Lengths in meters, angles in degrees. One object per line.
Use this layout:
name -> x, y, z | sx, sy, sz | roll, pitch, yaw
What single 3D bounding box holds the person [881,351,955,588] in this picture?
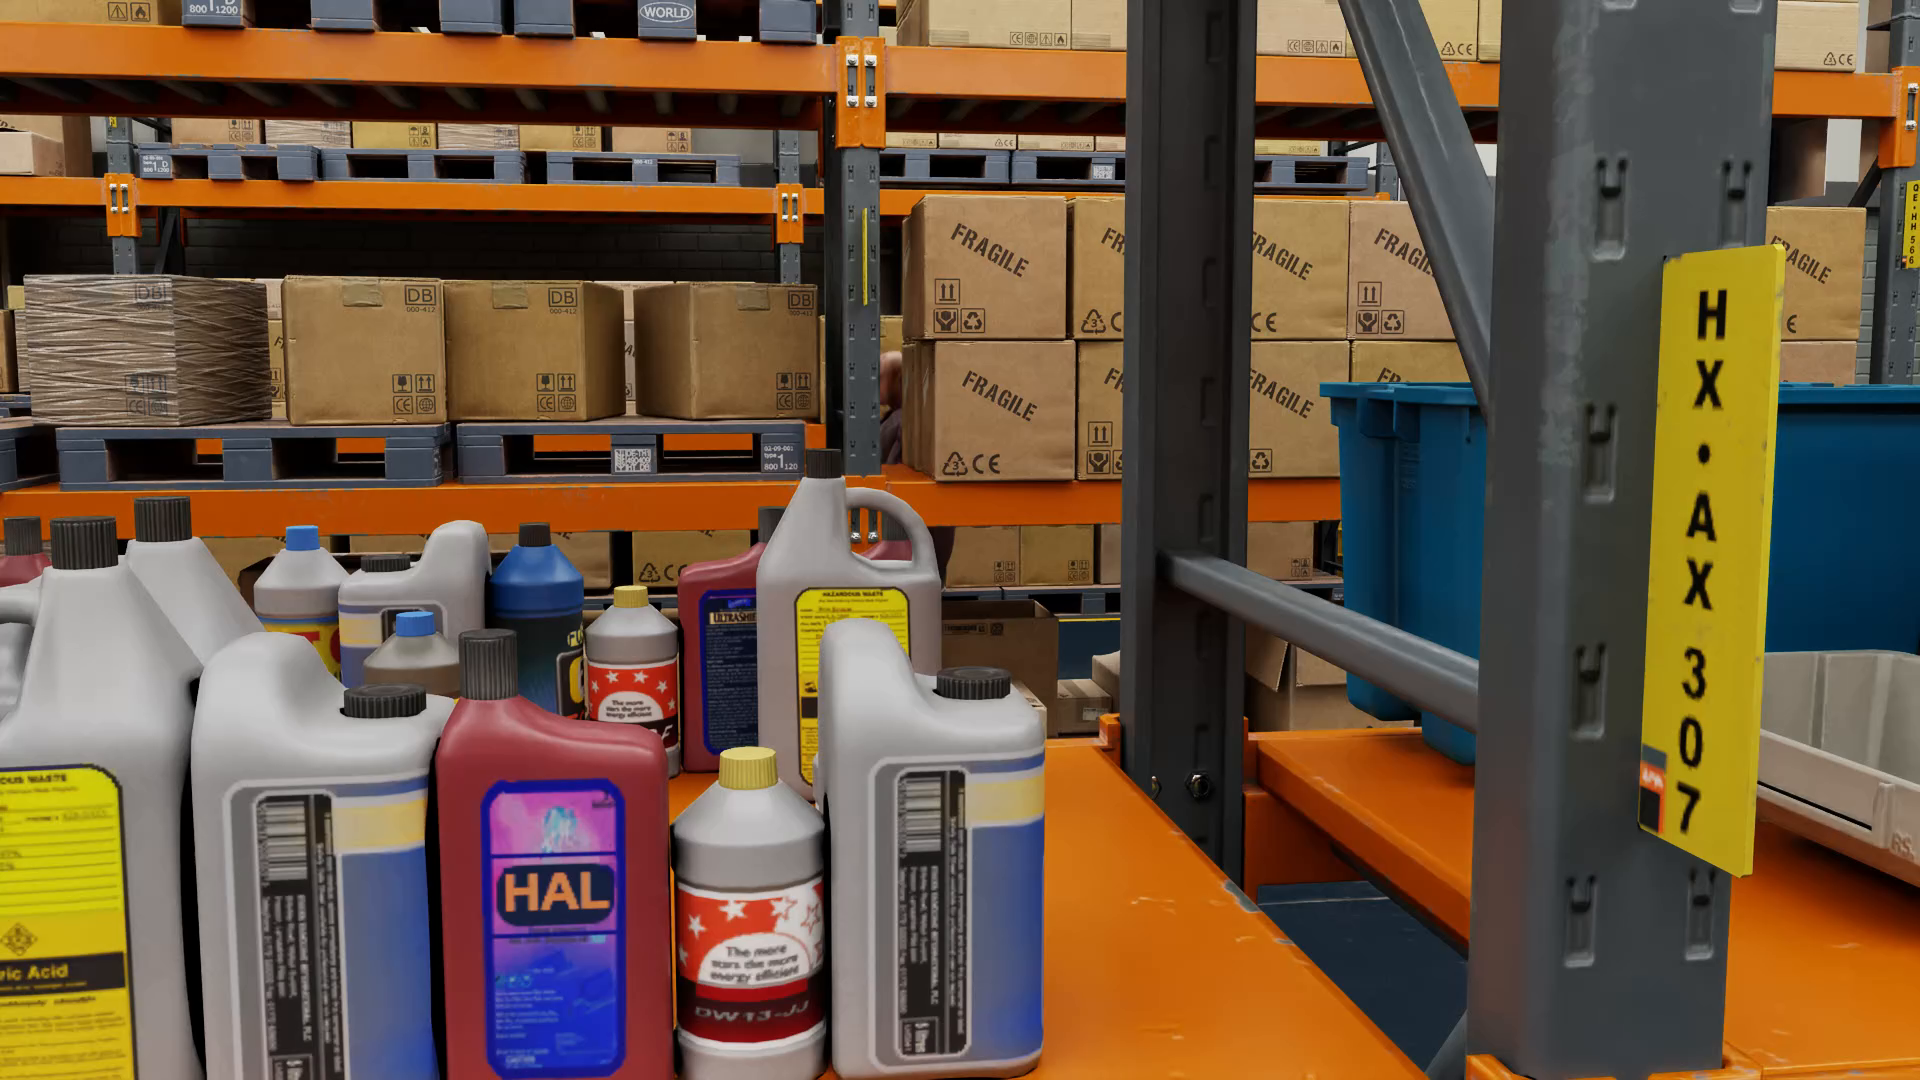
person -> -0.319, -0.008, 7.911 | 0.584, 1.770, 0.525 | -1, 7, -13
